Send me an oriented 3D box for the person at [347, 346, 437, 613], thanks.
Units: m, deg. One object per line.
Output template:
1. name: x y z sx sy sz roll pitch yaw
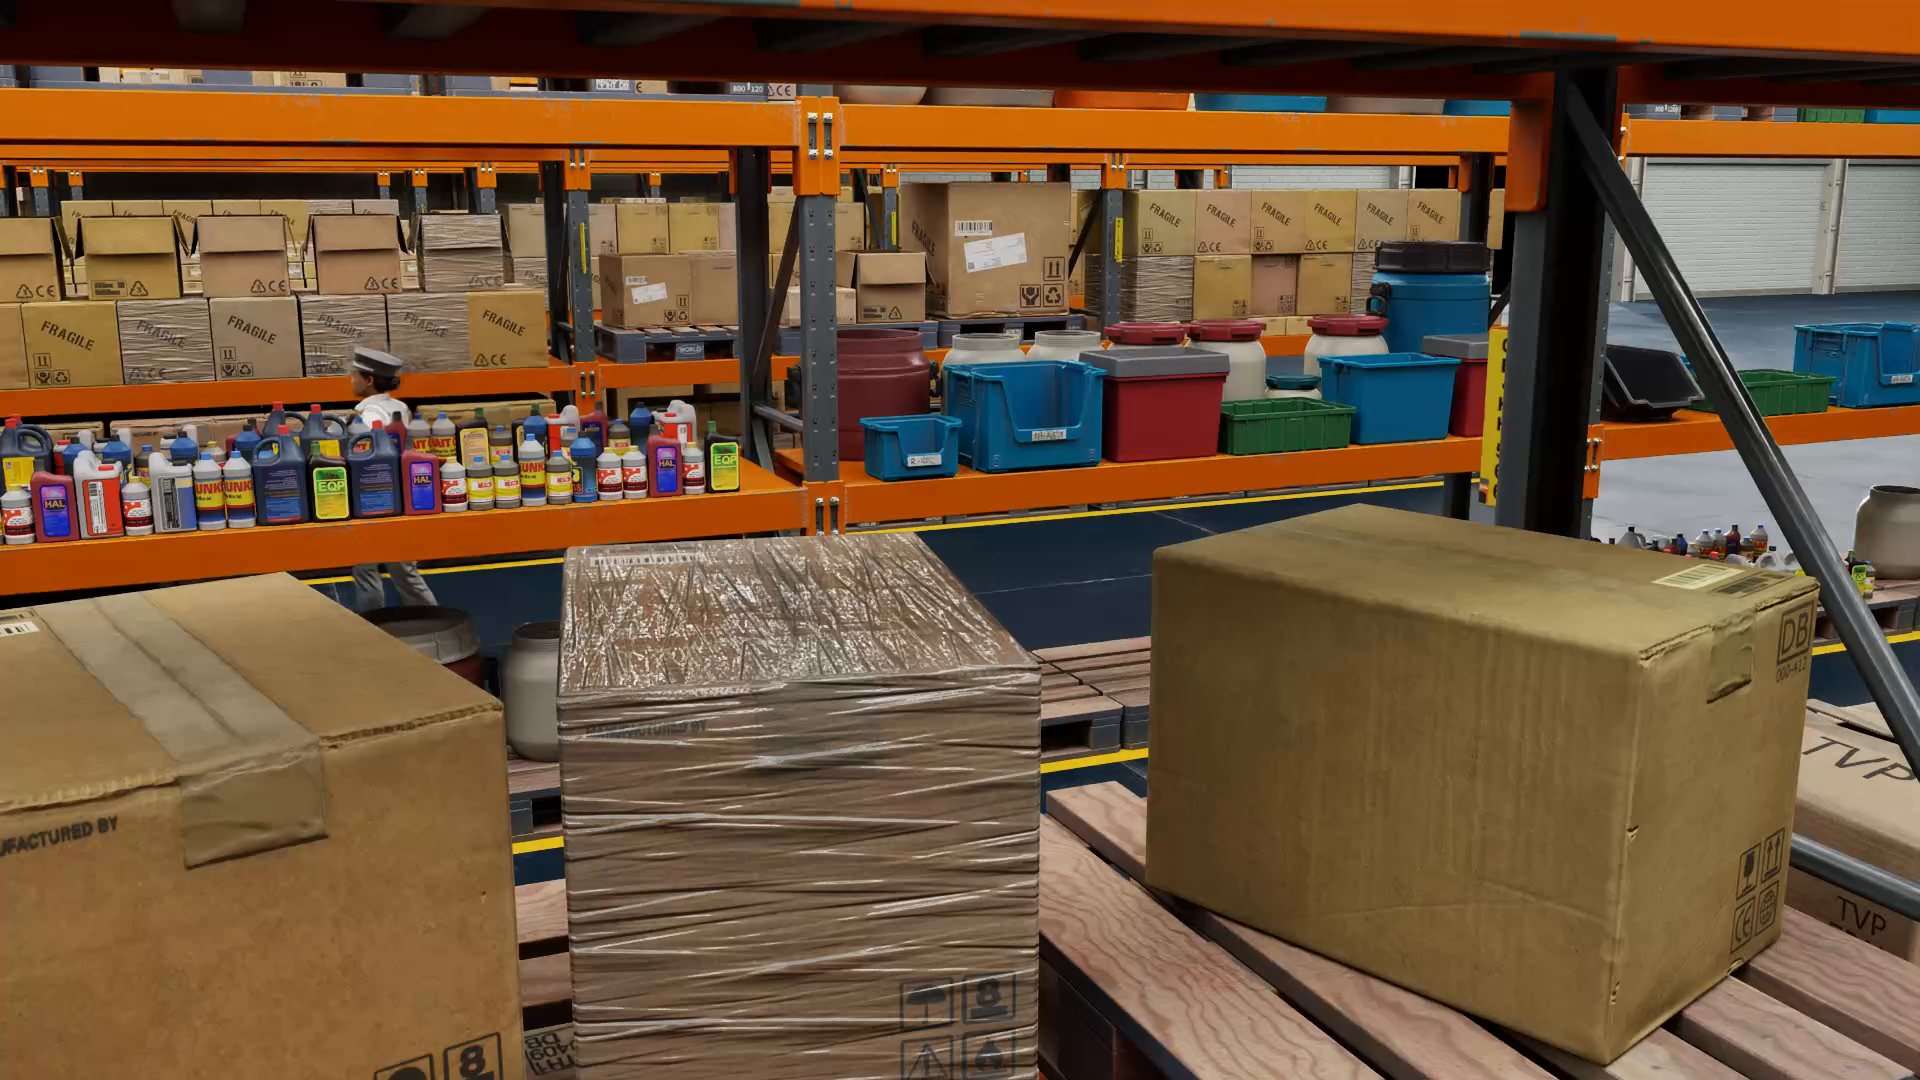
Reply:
1. person: -3.006 -0.140 8.641 0.649 1.741 0.540 -1 12 -3
